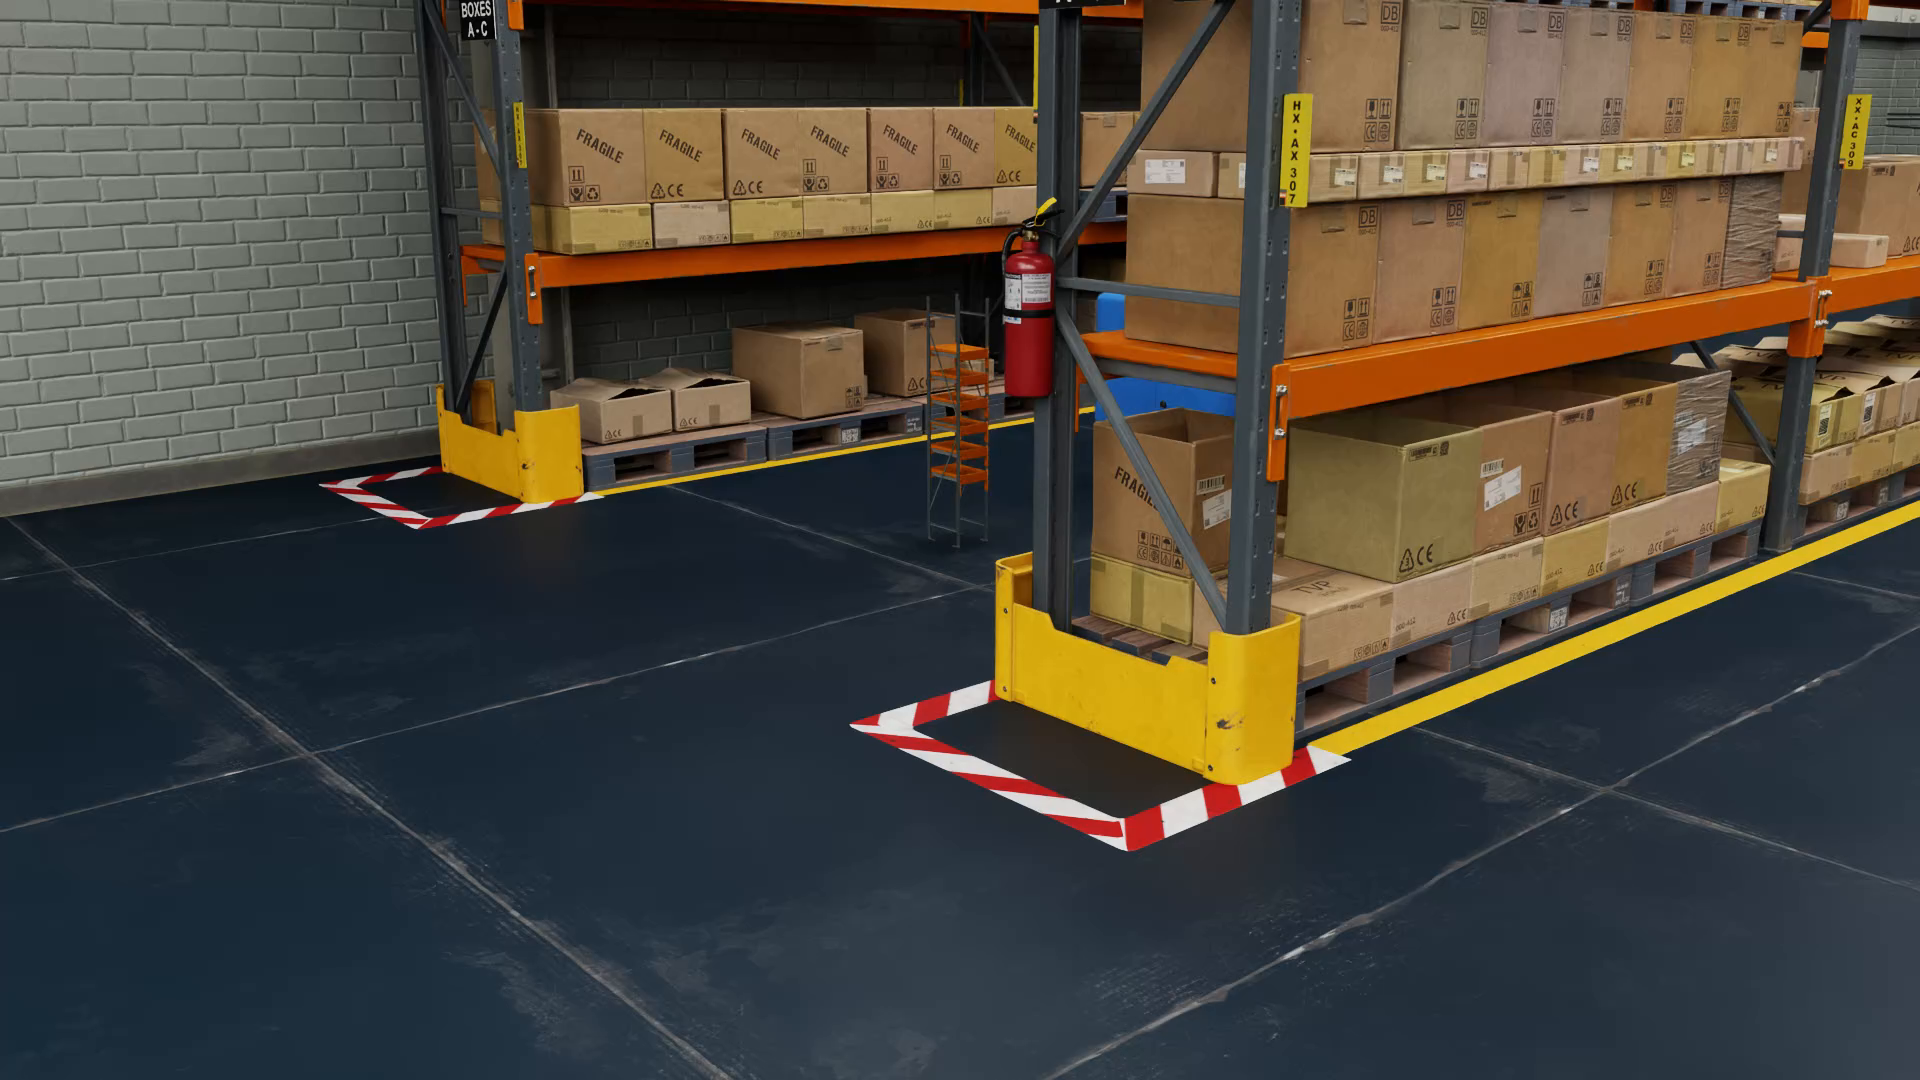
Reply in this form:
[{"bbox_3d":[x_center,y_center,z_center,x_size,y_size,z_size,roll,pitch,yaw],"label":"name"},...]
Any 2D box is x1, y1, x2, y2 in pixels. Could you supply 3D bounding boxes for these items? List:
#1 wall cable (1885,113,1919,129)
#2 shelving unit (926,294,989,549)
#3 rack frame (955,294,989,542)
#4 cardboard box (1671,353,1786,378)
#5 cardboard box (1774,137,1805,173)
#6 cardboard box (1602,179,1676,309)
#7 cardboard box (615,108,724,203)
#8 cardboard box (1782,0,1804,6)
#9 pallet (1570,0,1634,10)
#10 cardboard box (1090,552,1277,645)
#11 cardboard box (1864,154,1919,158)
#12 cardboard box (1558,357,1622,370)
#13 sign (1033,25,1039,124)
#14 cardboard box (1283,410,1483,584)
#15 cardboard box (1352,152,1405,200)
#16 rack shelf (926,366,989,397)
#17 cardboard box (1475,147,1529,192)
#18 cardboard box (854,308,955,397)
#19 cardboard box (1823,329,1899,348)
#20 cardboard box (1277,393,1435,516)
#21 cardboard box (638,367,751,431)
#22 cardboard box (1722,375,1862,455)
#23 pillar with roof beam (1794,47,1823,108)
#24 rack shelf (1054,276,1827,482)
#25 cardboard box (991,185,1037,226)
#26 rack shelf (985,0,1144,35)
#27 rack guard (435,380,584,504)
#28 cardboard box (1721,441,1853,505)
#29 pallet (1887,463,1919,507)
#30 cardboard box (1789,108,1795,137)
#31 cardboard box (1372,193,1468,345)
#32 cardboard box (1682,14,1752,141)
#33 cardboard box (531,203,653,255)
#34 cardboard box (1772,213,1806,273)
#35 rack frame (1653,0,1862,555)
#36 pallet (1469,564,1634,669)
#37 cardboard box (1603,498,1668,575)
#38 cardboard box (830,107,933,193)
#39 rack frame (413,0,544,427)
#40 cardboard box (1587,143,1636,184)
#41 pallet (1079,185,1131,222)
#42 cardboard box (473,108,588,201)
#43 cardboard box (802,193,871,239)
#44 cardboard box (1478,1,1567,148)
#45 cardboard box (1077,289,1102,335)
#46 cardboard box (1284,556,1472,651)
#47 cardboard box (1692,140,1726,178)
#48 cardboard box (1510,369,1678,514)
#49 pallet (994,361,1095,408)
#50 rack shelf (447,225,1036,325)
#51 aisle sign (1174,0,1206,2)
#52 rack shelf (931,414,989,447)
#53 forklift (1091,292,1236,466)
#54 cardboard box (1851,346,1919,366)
[{"bbox_3d":[13.950,-6.766,22.159,0.112,2.526,3.097,-13,19,-39],"label":"wall cable"},{"bbox_3d":[-0.011,-0.577,8.086,0.189,1.200,0.258,-13,19,-39],"label":"shelving unit"},{"bbox_3d":[0.058,-0.593,8.144,0.006,1.200,0.240,-13,19,-39],"label":"rack frame"},{"bbox_3d":[4.157,-0.842,9.016,0.500,0.311,0.500,-12,19,-38],"label":"cardboard box"},{"bbox_3d":[3.587,-1.756,7.562,0.250,0.149,0.380,-13,20,-39],"label":"cardboard box"},{"bbox_3d":[2.546,-1.280,7.034,0.500,0.500,0.700,-12,19,-39],"label":"cardboard box"},{"bbox_3d":[-1.684,-2.172,9.369,0.500,0.500,0.500,-13,19,-39],"label":"cardboard box"},{"bbox_3d":[8.679,-5.843,17.782,0.500,0.250,0.500,-14,20,-41],"label":"cardboard box"},{"bbox_3d":[5.772,-4.993,15.690,1.217,0.209,0.805,-14,20,-42],"label":"pallet"},{"bbox_3d":[0.844,0.172,6.307,0.500,0.250,0.500,-13,19,-39],"label":"cardboard box"},{"bbox_3d":[5.414,-1.921,9.436,0.500,0.500,0.500,-14,20,-42],"label":"cardboard box"},{"bbox_3d":[2.724,-0.615,7.803,0.500,0.500,0.500,-13,19,-39],"label":"cardboard box"},{"bbox_3d":[0.288,-1.587,5.675,0.005,0.325,0.100,-13,19,-39],"label":"sign"},{"bbox_3d":[1.560,-0.174,6.151,0.500,0.500,0.500,-13,19,-39],"label":"cardboard box"},{"bbox_3d":[1.268,-1.236,5.616,0.250,0.149,0.380,-13,20,-41],"label":"cardboard box"},{"bbox_3d":[-0.011,-0.766,8.035,0.180,0.103,0.258,-13,19,-39],"label":"rack shelf"},{"bbox_3d":[1.849,-1.366,6.102,0.250,0.149,0.380,-14,20,-41],"label":"cardboard box"},{"bbox_3d":[-0.360,-1.268,11.174,0.500,0.500,0.500,14,21,43],"label":"cardboard box"},{"bbox_3d":[5.304,-1.097,9.974,0.500,0.311,0.500,-13,20,-41],"label":"cardboard box"},{"bbox_3d":[1.588,-0.363,6.857,0.500,0.500,0.500,-13,19,-39],"label":"cardboard box"},{"bbox_3d":[-1.610,-0.878,10.084,0.500,0.311,0.500,-11,18,-35],"label":"cardboard box"},{"bbox_3d":[4.126,-0.649,8.297,0.500,0.311,0.500,-13,19,-39],"label":"cardboard box"},{"bbox_3d":[13.744,-7.165,17.637,0.400,9.000,9.100,-13,19,-39],"label":"pillar with roof beam"},{"bbox_3d":[2.142,-0.796,6.812,4.000,0.370,1.077,-13,19,-39],"label":"rack shelf"},{"bbox_3d":[0.238,-2.244,11.091,0.500,0.250,0.500,-13,19,-39],"label":"cardboard box"},{"bbox_3d":[1.905,-3.887,12.570,4.000,0.370,1.077,-13,19,-39],"label":"rack shelf"},{"bbox_3d":[-2.564,-0.574,9.430,0.348,0.500,1.175,-13,19,-39],"label":"rack guard"},{"bbox_3d":[4.118,-0.377,8.364,0.500,0.250,0.500,-13,20,-41],"label":"cardboard box"},{"bbox_3d":[5.102,-0.475,9.621,1.213,0.211,1.003,-13,19,-39],"label":"pallet"},{"bbox_3d":[8.529,-4.410,18.367,0.700,0.700,0.980,-13,20,-40],"label":"cardboard box"},{"bbox_3d":[1.387,-1.020,6.061,0.500,0.500,0.700,-12,19,-38],"label":"cardboard box"},{"bbox_3d":[2.940,-1.995,7.200,0.500,0.500,0.700,-13,20,-39],"label":"cardboard box"},{"bbox_3d":[-2.044,-1.727,9.154,0.500,0.250,0.500,-13,20,-41],"label":"cardboard box"},{"bbox_3d":[3.994,-1.502,8.351,0.500,0.250,0.500,-11,19,-36],"label":"cardboard box"},{"bbox_3d":[3.651,-1.483,7.988,0.127,3.000,1.000,-13,19,-39],"label":"rack frame"},{"bbox_3d":[2.103,0.199,7.096,1.213,0.211,1.003,-13,19,-39],"label":"pallet"},{"bbox_3d":[2.694,-0.066,7.197,0.500,0.250,0.500,-13,19,-39],"label":"cardboard box"},{"bbox_3d":[-0.517,-2.437,10.358,0.500,0.500,0.500,-13,20,-41],"label":"cardboard box"},{"bbox_3d":[-2.621,-1.769,9.059,0.127,3.000,1.000,-13,19,-39],"label":"rack frame"},{"bbox_3d":[2.429,-1.496,6.588,0.250,0.149,0.380,-12,19,-38],"label":"cardboard box"},{"bbox_3d":[1.069,-2.455,11.999,1.213,0.211,1.003,-13,19,-39],"label":"pallet"},{"bbox_3d":[-2.405,-2.189,9.433,0.500,0.500,0.500,-13,20,-40],"label":"cardboard box"},{"bbox_3d":[-0.891,-1.988,10.131,0.500,0.250,0.500,-12,19,-39],"label":"cardboard box"},{"bbox_3d":[1.807,-1.741,6.249,0.500,0.500,0.700,-13,19,-39],"label":"cardboard box"},{"bbox_3d":[0.941,-1.579,12.340,0.500,0.500,0.700,-12,19,-38],"label":"cardboard box"},{"bbox_3d":[1.559,0.188,6.249,0.500,0.250,0.500,-13,19,-39],"label":"cardboard box"},{"bbox_3d":[3.005,-1.625,7.072,0.250,0.149,0.380,-13,20,-39],"label":"cardboard box"},{"bbox_3d":[2.685,-0.430,7.110,0.500,0.500,0.500,-13,19,-39],"label":"cardboard box"},{"bbox_3d":[0.983,-1.231,12.450,1.213,0.211,1.003,-13,19,-39],"label":"pallet"},{"bbox_3d":[-1.112,-1.760,10.420,4.000,0.370,1.077,-13,19,-39],"label":"rack shelf"},{"bbox_3d":[0.785,-1.990,4.850,0.004,0.787,0.394,-13,19,-39],"label":"aisle sign"},{"bbox_3d":[-0.011,-0.534,8.097,0.180,0.103,0.258,-13,19,-39],"label":"rack shelf"},{"bbox_3d":[2.188,-1.944,9.847,3.031,2.935,1.130,-13,20,-40],"label":"forklift"},{"bbox_3d":[5.285,-0.910,9.272,0.500,0.311,0.500,-12,19,-38],"label":"cardboard box"}]
